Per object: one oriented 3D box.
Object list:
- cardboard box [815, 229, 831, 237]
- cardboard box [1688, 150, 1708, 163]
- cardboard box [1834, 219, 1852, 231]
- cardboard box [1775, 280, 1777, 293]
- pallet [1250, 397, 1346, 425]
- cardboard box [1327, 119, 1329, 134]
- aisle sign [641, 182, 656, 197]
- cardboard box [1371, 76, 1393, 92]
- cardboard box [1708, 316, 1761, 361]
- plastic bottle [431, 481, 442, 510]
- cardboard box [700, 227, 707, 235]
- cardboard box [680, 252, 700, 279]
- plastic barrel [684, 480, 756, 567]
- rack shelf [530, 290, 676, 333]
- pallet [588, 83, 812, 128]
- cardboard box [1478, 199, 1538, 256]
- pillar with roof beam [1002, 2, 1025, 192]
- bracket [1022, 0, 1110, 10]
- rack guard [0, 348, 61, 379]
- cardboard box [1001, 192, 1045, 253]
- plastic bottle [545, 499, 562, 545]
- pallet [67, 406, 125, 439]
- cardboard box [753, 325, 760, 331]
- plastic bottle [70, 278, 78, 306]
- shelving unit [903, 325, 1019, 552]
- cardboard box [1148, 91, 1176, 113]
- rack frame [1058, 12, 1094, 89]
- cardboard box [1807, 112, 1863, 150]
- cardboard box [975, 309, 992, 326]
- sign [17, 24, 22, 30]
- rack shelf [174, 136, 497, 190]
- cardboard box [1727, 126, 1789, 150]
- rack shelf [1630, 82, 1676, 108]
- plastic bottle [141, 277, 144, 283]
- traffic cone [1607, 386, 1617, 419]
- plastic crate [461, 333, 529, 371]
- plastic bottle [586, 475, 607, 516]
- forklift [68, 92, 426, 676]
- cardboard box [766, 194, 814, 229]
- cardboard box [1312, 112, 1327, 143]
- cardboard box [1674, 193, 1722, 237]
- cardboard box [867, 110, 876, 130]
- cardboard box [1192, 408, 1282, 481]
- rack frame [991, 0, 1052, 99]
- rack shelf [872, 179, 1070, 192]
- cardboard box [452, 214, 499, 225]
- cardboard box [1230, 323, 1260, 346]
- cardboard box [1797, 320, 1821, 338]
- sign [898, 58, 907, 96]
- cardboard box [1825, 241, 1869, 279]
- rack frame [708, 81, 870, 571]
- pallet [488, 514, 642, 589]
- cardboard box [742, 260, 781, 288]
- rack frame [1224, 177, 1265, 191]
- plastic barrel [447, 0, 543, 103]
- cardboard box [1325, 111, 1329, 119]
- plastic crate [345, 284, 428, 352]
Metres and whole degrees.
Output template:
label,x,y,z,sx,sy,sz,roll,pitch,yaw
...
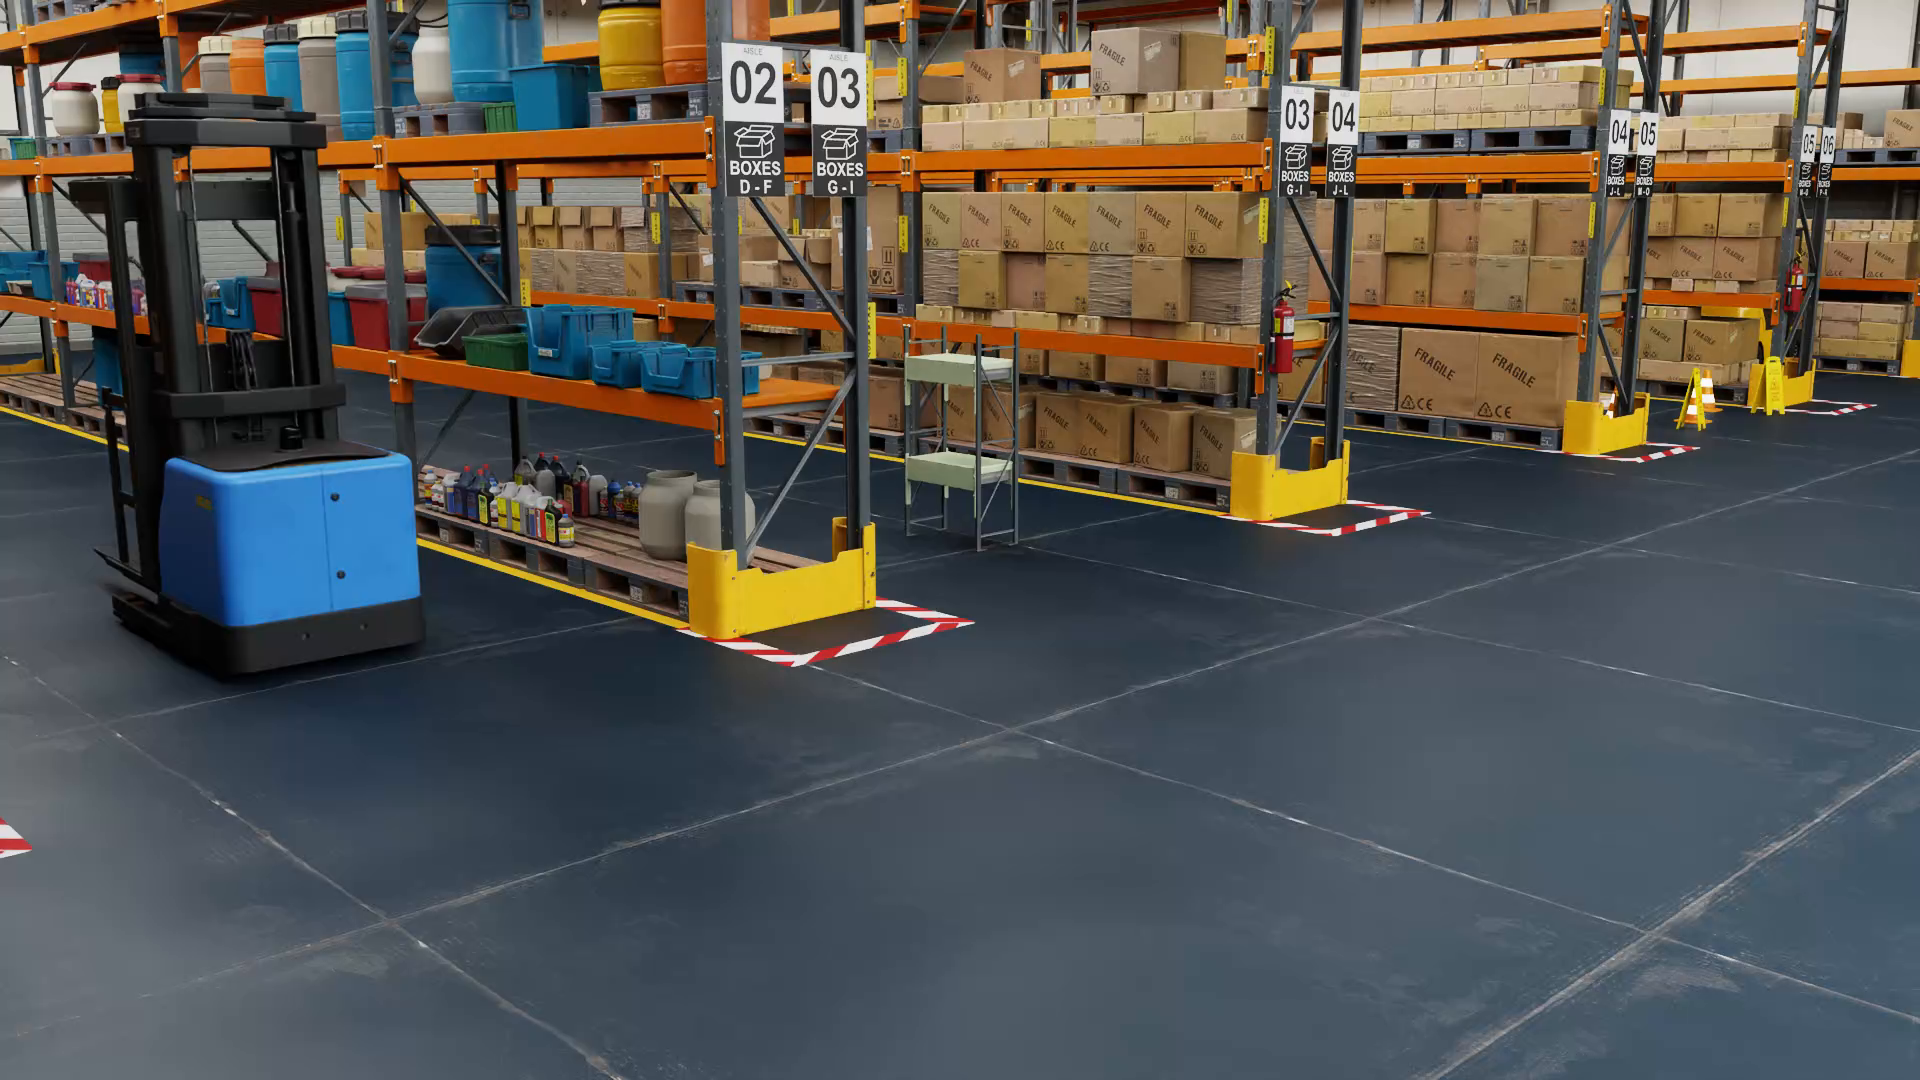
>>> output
label,x,y,z,sx,sy,sz,roll,pitch,yaw
cardboard box,-1.845,-4.343,23.666,0.380,0.149,0.250,-10,16,-41
cardboard box,8.886,-4.564,19.822,0.380,0.149,0.250,-11,16,-42
cardboard box,12.492,-4.424,23.359,0.380,0.149,0.250,-11,16,-42
cardboard box,9.731,-3.039,19.852,0.380,0.149,0.250,-11,16,-42
pallet,4.012,-1.475,18.549,1.003,0.211,1.213,-11,16,-43
cardboard box,4.073,-4.353,17.505,0.380,0.149,0.250,-11,16,-43
aisle sign,-5.011,-5.956,26.947,0.394,0.787,0.004,-11,16,-43
cardboard box,4.429,-4.668,17.061,0.380,0.149,0.250,-11,16,-43
cardboard box,9.442,-2.470,20.380,0.500,0.500,0.500,11,16,43
plastic bottle,-3.723,-0.319,11.870,0.097,0.201,0.097,0,12,0
cardboard box,-3.916,-4.657,26.098,0.500,0.500,0.500,-11,16,-42
cardboard box,-3.015,-3.028,18.928,0.500,0.500,0.500,-10,15,-41
plastic barrel,-1.444,-0.085,10.016,0.421,0.512,0.421,0,12,0
rack shelf,-4.257,-2.810,19.899,1.077,0.370,4.000,-11,16,-43
pallet,-1.434,-2.524,9.761,1.003,0.211,1.213,-11,16,-43
cardboard box,5.631,-3.109,16.518,0.875,0.550,0.550,-11,16,-43
pillar with roof beam,-1.970,-8.969,33.142,9.100,9.000,0.548,-11,16,-43
bracket,2.965,-10.843,33.320,0.076,0.066,4.783,-11,16,-43
rack guard,-12.009,-2.125,20.987,1.175,0.500,0.348,-11,16,-43
cardboard box,0.704,-2.724,14.237,0.500,0.500,0.500,-11,16,-43
plastic bottle,-2.613,-0.119,10.697,0.061,0.283,0.133,-10,16,-41
pallet,-8.718,-1.280,17.600,1.003,0.211,1.213,-11,16,-43
cardboard box,-2.925,-3.212,25.355,0.380,0.149,0.250,-11,16,-42
plastic bottle,-9.184,-2.574,17.262,0.061,0.283,0.133,-11,16,-43
shelving unit,0.005,-0.734,11.755,0.431,1.500,0.755,-11,16,-43
cardboard box,1.677,-3.403,12.946,0.380,0.149,0.250,-11,16,-42
rack frame,2.354,-9.049,33.534,1.000,3.000,0.127,-11,16,-43
cardboard box,12.286,-5.743,23.382,0.700,0.500,0.500,-11,16,-42
cardboard box,0.352,-1.984,14.731,0.380,0.149,0.250,-11,16,-43
sign,-11.597,-6.207,20.538,0.100,0.325,0.005,-11,16,-43
rack shelf,-5.077,-3.005,13.413,1.077,0.370,4.000,-11,16,-43
cardboard box,9.267,-4.662,19.309,0.500,0.250,0.500,-11,16,-43
rack shelf,9.260,-7.042,26.564,1.077,0.370,4.000,-11,16,-43
plastic bottle,-8.715,-2.691,17.845,0.152,0.276,0.135,-11,16,-43
traffic cone,6.966,-1.412,17.619,0.336,0.463,0.334,-11,16,-43
plastic crate,-2.963,-1.255,11.095,0.450,0.188,0.662,-11,16,-43
plastic bottle,-2.578,-0.325,11.713,0.152,0.276,0.135,-11,16,-42
forklift,-4.238,-0.985,9.430,1.130,2.935,3.031,-10,15,-41
cardboard box,-2.502,-4.846,24.536,0.500,0.500,0.500,11,16,43
cardboard box,2.503,-3.205,12.972,0.500,0.250,0.500,-10,15,-41
cardboard box,8.961,-3.887,19.883,0.700,0.500,0.500,-11,16,-42
cardboard box,-0.836,-4.019,15.843,0.396,0.266,0.258,-10,15,-41
cardboard box,2.229,-0.778,13.406,0.500,0.500,0.500,-7,14,-32
rack frame,0.781,-6.485,21.088,1.000,3.000,0.127,-11,16,-43
rack shelf,0.148,-6.244,29.133,1.077,0.370,4.000,-11,16,-43
cardboard box,-6.150,-3.923,21.298,0.500,0.500,0.500,-10,15,-41
cardboard box,2.302,-1.593,12.831,0.380,0.149,0.250,-11,16,-43
cardboard box,12.131,-3.054,23.838,0.500,0.250,0.500,-11,16,-44
sign,-0.513,-4.124,14.804,0.100,0.325,0.005,-11,16,-43
cardboard box,12.522,-3.937,23.341,0.500,0.500,0.500,-10,15,-41
rack frame,-0.934,-1.013,9.393,1.000,3.000,0.127,-11,16,-43
pallet,-2.416,0.051,11.139,1.003,0.211,1.213,-11,16,-43
cardboard box,-1.885,-2.726,17.040,0.500,0.250,0.500,11,16,44
rack frame,4.291,-4.251,25.113,1.000,3.000,0.127,-11,16,-43
plastic barrel,-3.086,-3.357,11.053,0.600,0.901,0.708,-11,16,-43
cardboard box,4.028,-4.575,17.598,0.500,0.250,0.500,-11,16,-43
plastic crate,-4.252,-1.656,12.356,0.402,0.464,0.583,-11,16,-43
